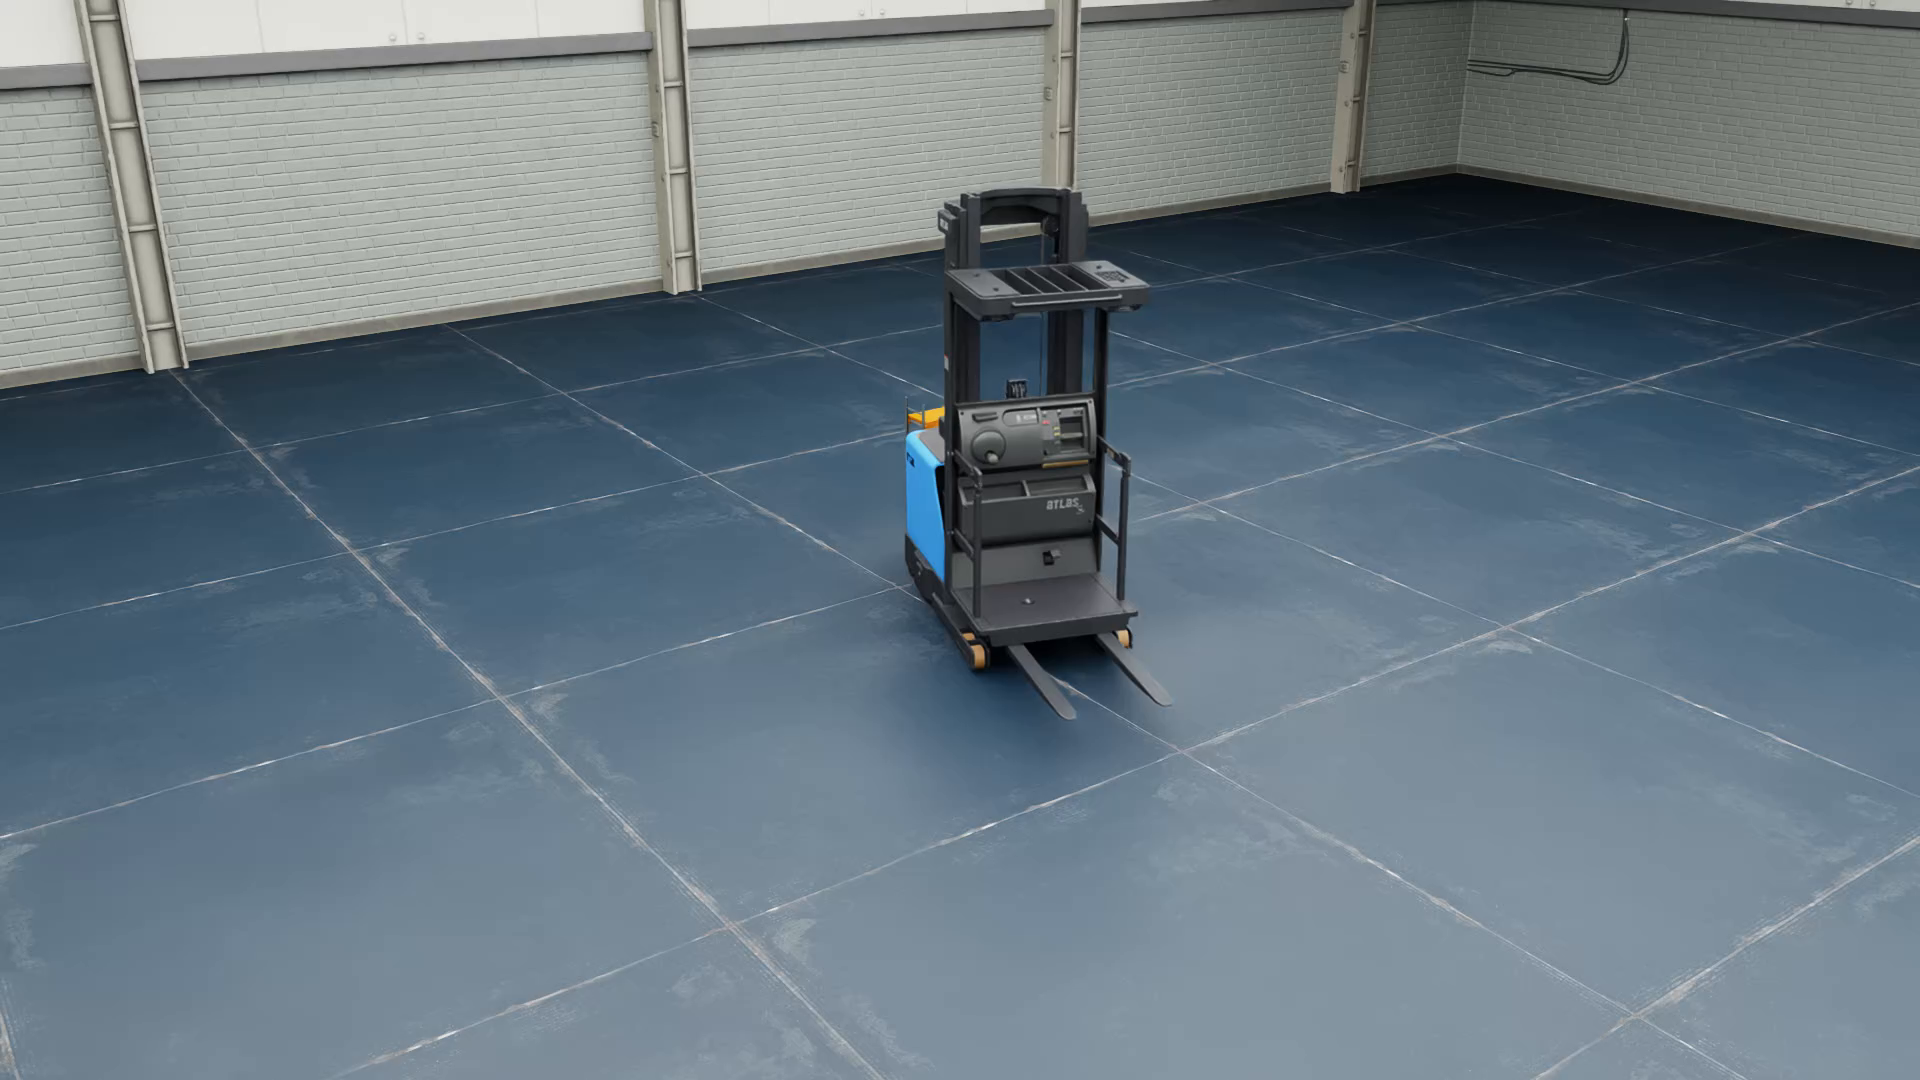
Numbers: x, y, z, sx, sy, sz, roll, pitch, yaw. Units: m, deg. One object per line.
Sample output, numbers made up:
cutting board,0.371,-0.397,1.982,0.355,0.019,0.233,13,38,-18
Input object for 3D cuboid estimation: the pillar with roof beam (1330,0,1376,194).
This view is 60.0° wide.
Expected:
pillar with roof beam,8.799,-8.591,22.283,0.400,9.000,9.100,-15,26,-33

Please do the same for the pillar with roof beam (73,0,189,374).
pillar with roof beam,-5.812,-4.695,12.520,0.400,9.000,9.100,-15,26,-33

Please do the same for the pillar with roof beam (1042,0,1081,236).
pillar with roof beam,3.929,-7.292,19.029,0.400,9.000,9.100,-15,26,-33

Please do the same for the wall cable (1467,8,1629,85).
wall cable,9.449,-8.684,26.706,0.112,2.526,3.097,-15,26,-33

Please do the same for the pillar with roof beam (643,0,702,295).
pillar with roof beam,-0.941,-5.993,15.774,0.400,9.000,9.100,-15,26,-33

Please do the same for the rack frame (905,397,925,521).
rack frame,-0.332,-0.469,12.452,0.015,1.200,0.240,-15,26,-33

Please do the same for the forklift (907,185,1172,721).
forklift,0.501,-0.680,10.645,1.121,2.935,3.031,-6,23,-15

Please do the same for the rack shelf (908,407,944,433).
rack shelf,-0.134,-0.886,12.439,0.480,0.148,0.258,-15,26,-33

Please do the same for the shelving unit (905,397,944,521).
shelving unit,-0.136,-0.521,12.583,0.499,1.200,0.258,-15,26,-33
